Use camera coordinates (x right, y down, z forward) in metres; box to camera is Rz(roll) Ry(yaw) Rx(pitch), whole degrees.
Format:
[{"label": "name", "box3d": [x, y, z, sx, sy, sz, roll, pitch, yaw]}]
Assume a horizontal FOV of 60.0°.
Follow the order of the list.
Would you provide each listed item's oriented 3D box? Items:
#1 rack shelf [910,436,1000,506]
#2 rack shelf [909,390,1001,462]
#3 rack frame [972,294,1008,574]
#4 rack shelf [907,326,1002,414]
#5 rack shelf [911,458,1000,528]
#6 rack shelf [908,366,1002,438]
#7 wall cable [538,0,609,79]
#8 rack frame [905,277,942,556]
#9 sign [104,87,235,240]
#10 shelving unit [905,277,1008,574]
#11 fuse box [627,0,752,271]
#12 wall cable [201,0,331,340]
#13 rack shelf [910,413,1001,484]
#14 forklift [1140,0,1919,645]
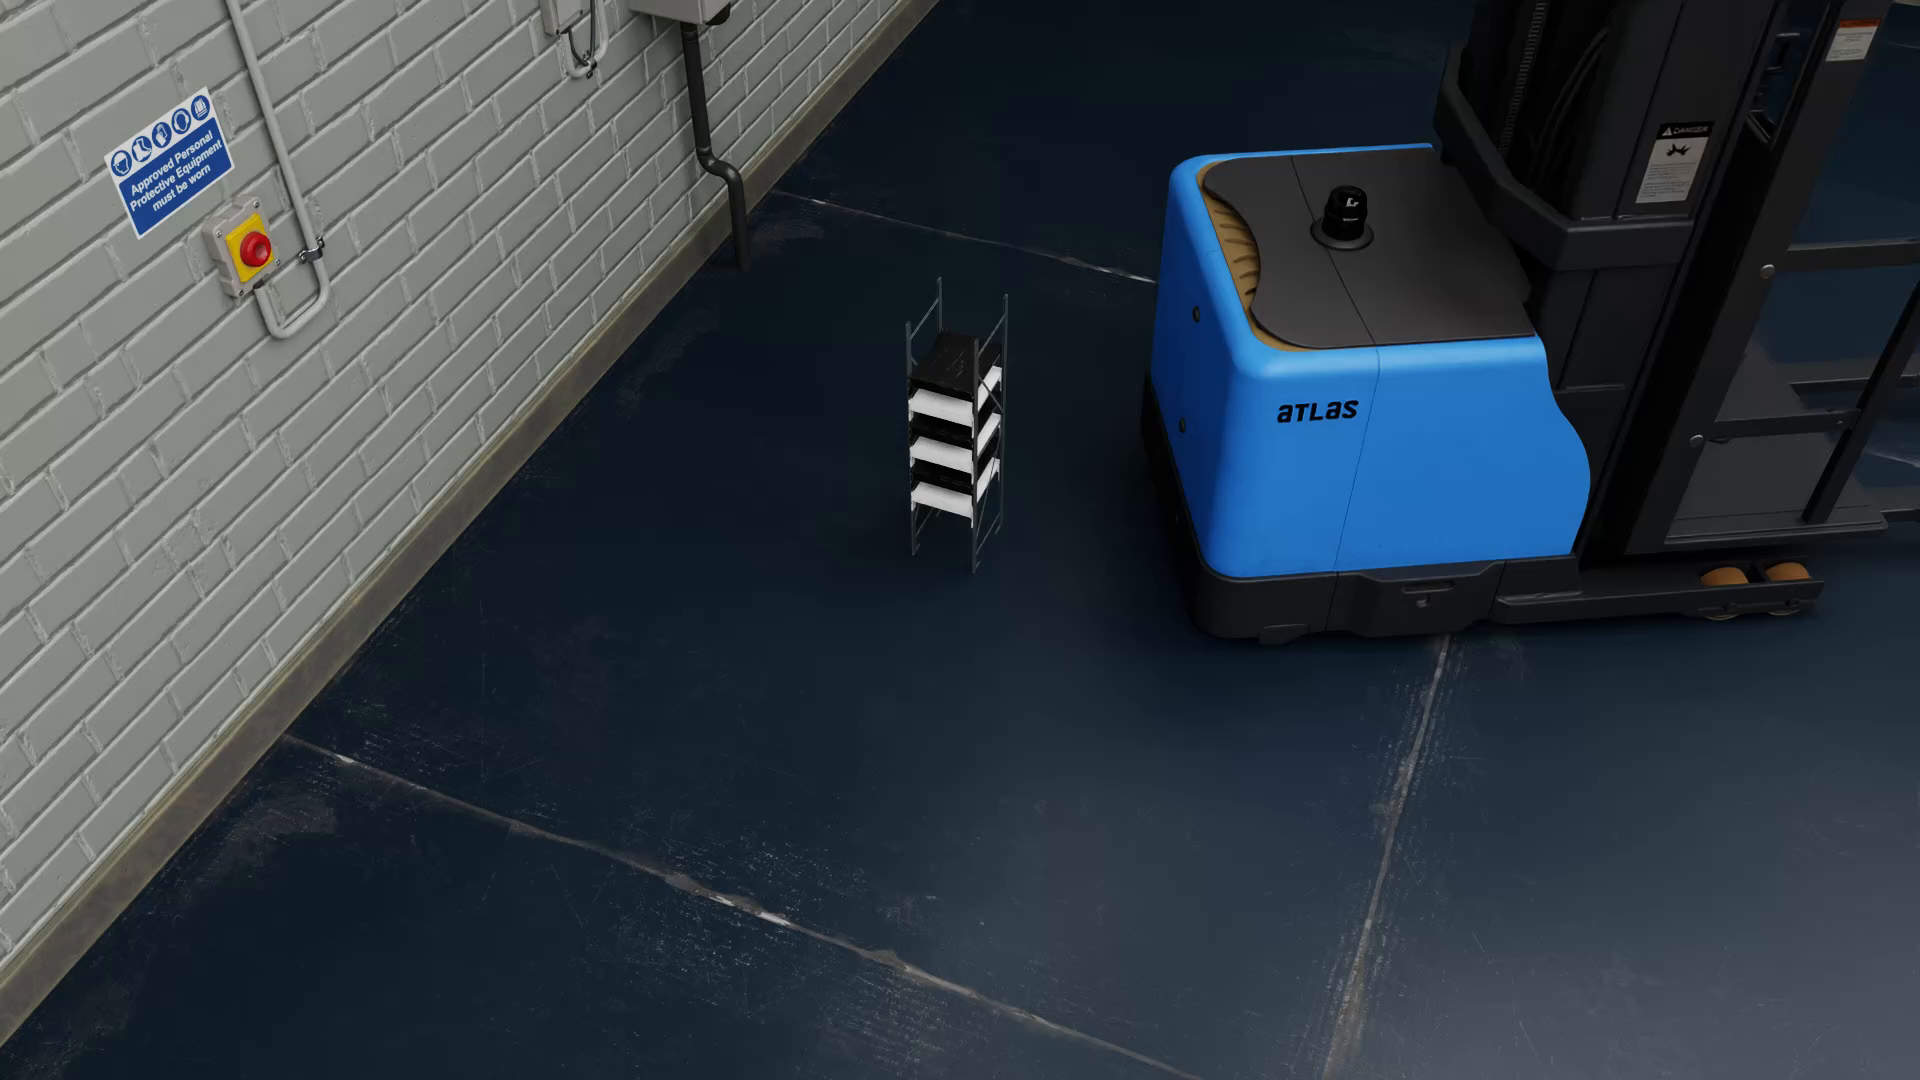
[{"label": "rack shelf", "box3d": [-0.007, -0.234, 5.022, 0.200, 0.077, 0.258, 16, 47, 16]}, {"label": "rack shelf", "box3d": [-0.007, -0.361, 4.895, 0.200, 0.077, 0.258, 16, 47, 16]}, {"label": "rack frame", "box3d": [0.086, -0.294, 4.907, 0.006, 0.900, 0.240, 16, 47, 16]}, {"label": "rack shelf", "box3d": [-0.007, -0.489, 4.768, 0.200, 0.077, 0.258, 16, 47, 16]}, {"label": "rack shelf", "box3d": [-0.007, -0.170, 5.085, 0.200, 0.077, 0.258, 16, 47, 16]}, {"label": "rack shelf", "box3d": [-0.007, -0.425, 4.831, 0.200, 0.077, 0.258, 16, 47, 16]}, {"label": "wall cable", "box3d": [-1.189, -2.068, 4.481, 0.122, 1.984, 0.588, 16, 47, 16]}, {"label": "rack frame", "box3d": [-0.101, -0.349, 4.963, 0.006, 0.900, 0.240, 16, 47, 16]}, {"label": "sign", "box3d": [-1.799, -0.862, 3.798, 0.001, 0.218, 0.327, 16, 47, 16]}, {"label": "shelving unit", "box3d": [-0.007, -0.321, 4.935, 0.210, 0.900, 0.258, 16, 47, 16]}, {"label": "fuse box", "box3d": [-0.781, -1.652, 5.697, 0.414, 1.711, 0.539, 16, 47, 16]}, {"label": "wall cable", "box3d": [-1.724, -1.152, 3.539, 0.123, 1.953, 0.585, 16, 47, 16]}, {"label": "rack shelf", "box3d": [-0.007, -0.298, 4.958, 0.200, 0.077, 0.258, 16, 47, 16]}, {"label": "forklift", "box3d": [2.148, -1.167, 4.345, 3.031, 2.935, 1.130, -4, 45, -4]}]
